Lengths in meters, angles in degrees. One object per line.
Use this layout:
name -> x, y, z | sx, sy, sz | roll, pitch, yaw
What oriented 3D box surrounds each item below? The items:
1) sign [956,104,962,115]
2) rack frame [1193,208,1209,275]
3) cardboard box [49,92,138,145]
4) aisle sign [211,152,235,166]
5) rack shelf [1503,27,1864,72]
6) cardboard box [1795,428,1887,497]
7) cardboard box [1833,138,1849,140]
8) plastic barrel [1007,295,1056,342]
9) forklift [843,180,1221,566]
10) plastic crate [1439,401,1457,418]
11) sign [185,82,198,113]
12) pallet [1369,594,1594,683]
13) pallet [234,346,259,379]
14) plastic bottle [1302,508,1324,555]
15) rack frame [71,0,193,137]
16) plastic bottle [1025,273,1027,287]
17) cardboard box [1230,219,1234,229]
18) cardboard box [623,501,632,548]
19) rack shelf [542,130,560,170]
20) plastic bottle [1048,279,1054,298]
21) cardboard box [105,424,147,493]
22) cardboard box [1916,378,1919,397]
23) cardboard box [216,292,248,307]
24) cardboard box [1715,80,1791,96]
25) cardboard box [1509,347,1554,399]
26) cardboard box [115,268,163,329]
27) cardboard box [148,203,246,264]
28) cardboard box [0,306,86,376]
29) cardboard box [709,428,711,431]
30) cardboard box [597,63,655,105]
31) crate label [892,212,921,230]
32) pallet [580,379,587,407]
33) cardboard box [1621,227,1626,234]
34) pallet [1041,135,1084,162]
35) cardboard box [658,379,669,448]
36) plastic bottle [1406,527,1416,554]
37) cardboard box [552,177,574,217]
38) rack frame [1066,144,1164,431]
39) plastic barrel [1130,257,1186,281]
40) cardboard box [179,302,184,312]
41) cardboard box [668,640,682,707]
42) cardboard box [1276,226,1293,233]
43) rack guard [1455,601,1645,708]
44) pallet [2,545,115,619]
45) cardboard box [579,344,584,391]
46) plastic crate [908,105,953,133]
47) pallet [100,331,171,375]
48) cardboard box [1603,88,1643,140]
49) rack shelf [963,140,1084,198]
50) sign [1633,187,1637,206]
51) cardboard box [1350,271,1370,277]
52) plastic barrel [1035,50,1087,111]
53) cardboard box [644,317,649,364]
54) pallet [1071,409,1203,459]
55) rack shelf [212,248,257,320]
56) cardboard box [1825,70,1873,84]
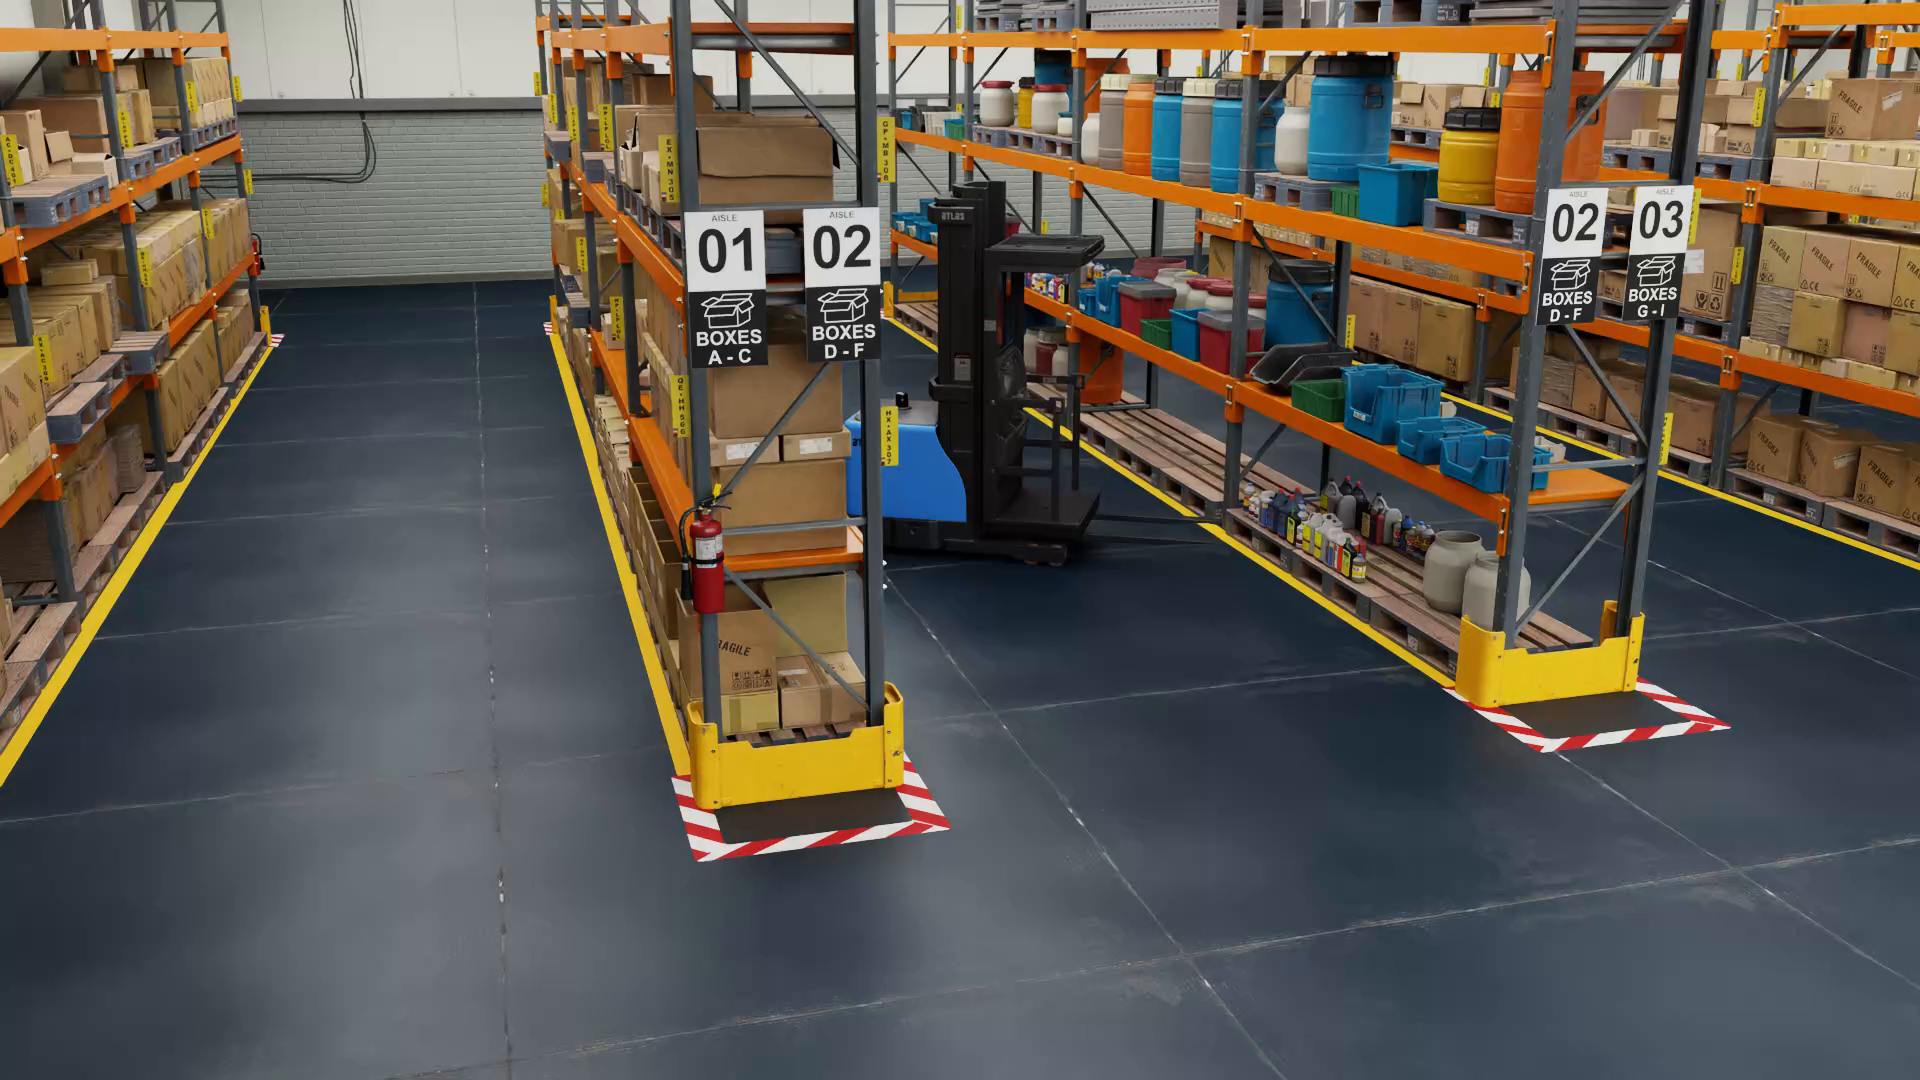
sign -> -0.026, -6.314, 24.727 | 0.100, 0.325, 0.005 | -5, 17, -15
rack frame -> 4.212, -5.272, 26.288 | 1.000, 3.000, 0.127 | -5, 17, -15
cardboard box -> -8.550, -4.141, 16.371 | 0.700, 0.500, 0.500 | -5, 17, -15
aisle sign -> -9.808, -5.385, 22.148 | 0.394, 0.787, 0.004 | -5, 17, -15
rack shelf -> 6.960, -4.843, 16.377 | 1.077, 0.370, 4.000 | -5, 17, -15
cardboard box -> 7.746, -0.685, 14.632 | 0.500, 0.500, 0.500 | 1, 17, 2
cardboard box -> 7.876, -3.441, 14.547 | 0.380, 0.149, 0.250 | -4, 17, -14
plastic barrel -> 0.876, -2.622, 20.385 | 0.600, 0.901, 0.708 | -5, 17, -15
forklift -> 0.606, -1.363, 13.394 | 3.031, 2.935, 1.130 | 4, 17, 13
plastic crate -> 3.437, -1.005, 12.543 | 0.530, 0.136, 0.437 | -5, 17, -15
sign -> -8.458, -4.871, 18.294 | 0.100, 0.325, 0.005 | -5, 17, -15
pallet -> 3.562, 0.639, 11.459 | 1.003, 0.211, 1.213 | -5, 17, -15
pallet -> -9.450, -2.209, 20.941 | 1.003, 0.211, 1.213 | -5, 17, -15
plastic bottle -> 2.739, -0.077, 12.834 | 0.144, 0.351, 0.185 | -5, 17, -16
rack frame -> -8.977, -5.864, 17.830 | 1.000, 3.000, 0.127 | -5, 17, -15
plastic bottle -> 0.809, -3.085, 19.095 | 0.144, 0.351, 0.185 | -5, 17, -15
cardboard box -> 4.276, -4.743, 24.964 | 0.380, 0.149, 0.250 | -5, 17, -16
cardboard box -> -2.409, -0.146, 13.274 | 0.500, 0.250, 0.500 | -5, 17, -16
rack shelf -> -4.765, -5.028, 21.514 | 1.077, 0.370, 4.000 | -5, 17, -15
plastic bottle -> 1.022, -2.774, 18.319 | 0.097, 0.201, 0.097 | 0, 17, 0
cardboard box -> -7.630, -0.702, 14.657 | 0.700, 0.500, 0.500 | -4, 17, -14
cardboard box -> 7.819, -1.195, 13.152 | 0.380, 0.149, 0.250 | -5, 17, -15
cardboard box -> -9.506, -3.134, 21.659 | 0.380, 0.149, 0.250 | -4, 17, -14
cardboard box -> 10.406, -5.779, 21.853 | 0.797, 0.503, 0.637 | -5, 17, -16
cardboard box -> 6.613, -1.889, 18.606 | 0.700, 0.500, 0.500 | -6, 18, -18
cardboard box -> -7.765, -2.238, 15.464 | 0.500, 0.500, 0.500 | -4, 17, -14
cardboard box -> -9.716, -3.900, 21.199 | 0.980, 0.700, 0.700 | -5, 17, -16
cardboard box -> -7.243, -1.514, 12.841 | 0.700, 0.500, 0.500 | -2, 17, -8
cardboard box -> -1.279, -0.585, 9.385 | 0.380, 0.149, 0.250 | -4, 17, -14
cardboard box -> -3.230, -4.361, 16.131 | 0.500, 0.500, 0.500 | -5, 17, -15
crate label -> -0.799, -4.734, 24.686 | 0.416, 0.233, 0.303 | -5, 17, -15
pallet -> -3.955, -1.825, 19.663 | 1.003, 0.211, 1.213 | -5, 17, -15
cardboard box -> 9.804, -4.470, 24.054 | 0.380, 0.149, 0.250 | -5, 17, -16
pallet -> 1.532, -4.233, 17.943 | 1.003, 0.211, 1.213 | -5, 17, -15
cardboard box -> -1.737, -0.950, 11.728 | 0.700, 0.500, 0.500 | -5, 17, -16
plastic bottle -> 3.499, -0.001, 12.840 | 0.097, 0.201, 0.097 | 0, 17, 0
cardboard box -> -5.022, -4.449, 21.639 | 0.500, 0.500, 0.500 | -5, 17, -16
rack frame -> 1.648, -2.667, 17.617 | 1.000, 3.000, 0.127 | -5, 17, -15
plastic barrel -> 2.067, -2.628, 17.250 | 0.600, 0.536, 0.708 | -5, 17, -15
cardboard box -> -8.305, -2.454, 17.308 | 0.380, 0.149, 0.250 | -5, 17, -17
cardboard box -> -1.498, 0.790, 10.159 | 0.500, 0.250, 0.500 | -5, 17, -15
cardboard box -> 4.793, -4.480, 23.397 | 0.500, 0.250, 0.500 | -4, 17, -14
rack guard -> 3.780, 0.726, 10.668 | 1.175, 0.500, 0.348 | -5, 17, -15
pallet -> -6.994, 0.343, 12.444 | 1.003, 0.211, 1.213 | -5, 17, -15
cardboard box -> -4.029, -1.958, 18.837 | 0.500, 0.500, 0.500 | -4, 17, -15
plastic crate -> -0.395, -5.843, 23.082 | 0.504, 0.338, 0.767 | -5, 17, -15
pallet -> -7.580, -1.603, 14.409 | 1.213, 0.211, 1.003 | -5, 17, -15
cardboard box -> 6.573, -4.353, 16.973 | 0.500, 0.500, 0.500 | -5, 17, -17
rack shelf -> 1.098, -4.312, 19.131 | 1.077, 0.370, 4.000 | -5, 17, -15
sign -> 9.588, -4.899, 23.542 | 0.100, 0.325, 0.005 | -5, 17, -15
cardboard box -> 5.506, -3.173, 22.266 | 1.225, 0.875, 0.875 | -5, 17, -15
plastic barrel -> 1.165, -5.191, 19.205 | 0.600, 0.901, 0.708 | -5, 17, -15
cardboard box -> -2.357, -1.578, 13.816 | 0.500, 0.500, 0.500 | -3, 17, -11
pallet -> 1.823, -1.114, 17.295 | 1.003, 0.211, 1.213 | -5, 17, -15
rack shelf -> -9.527, -3.199, 20.638 | 1.077, 0.370, 4.000 | -5, 17, -15
cardboard box -> 14.150, -7.219, 26.479 | 0.500, 0.500, 0.500 | -4, 17, -14
